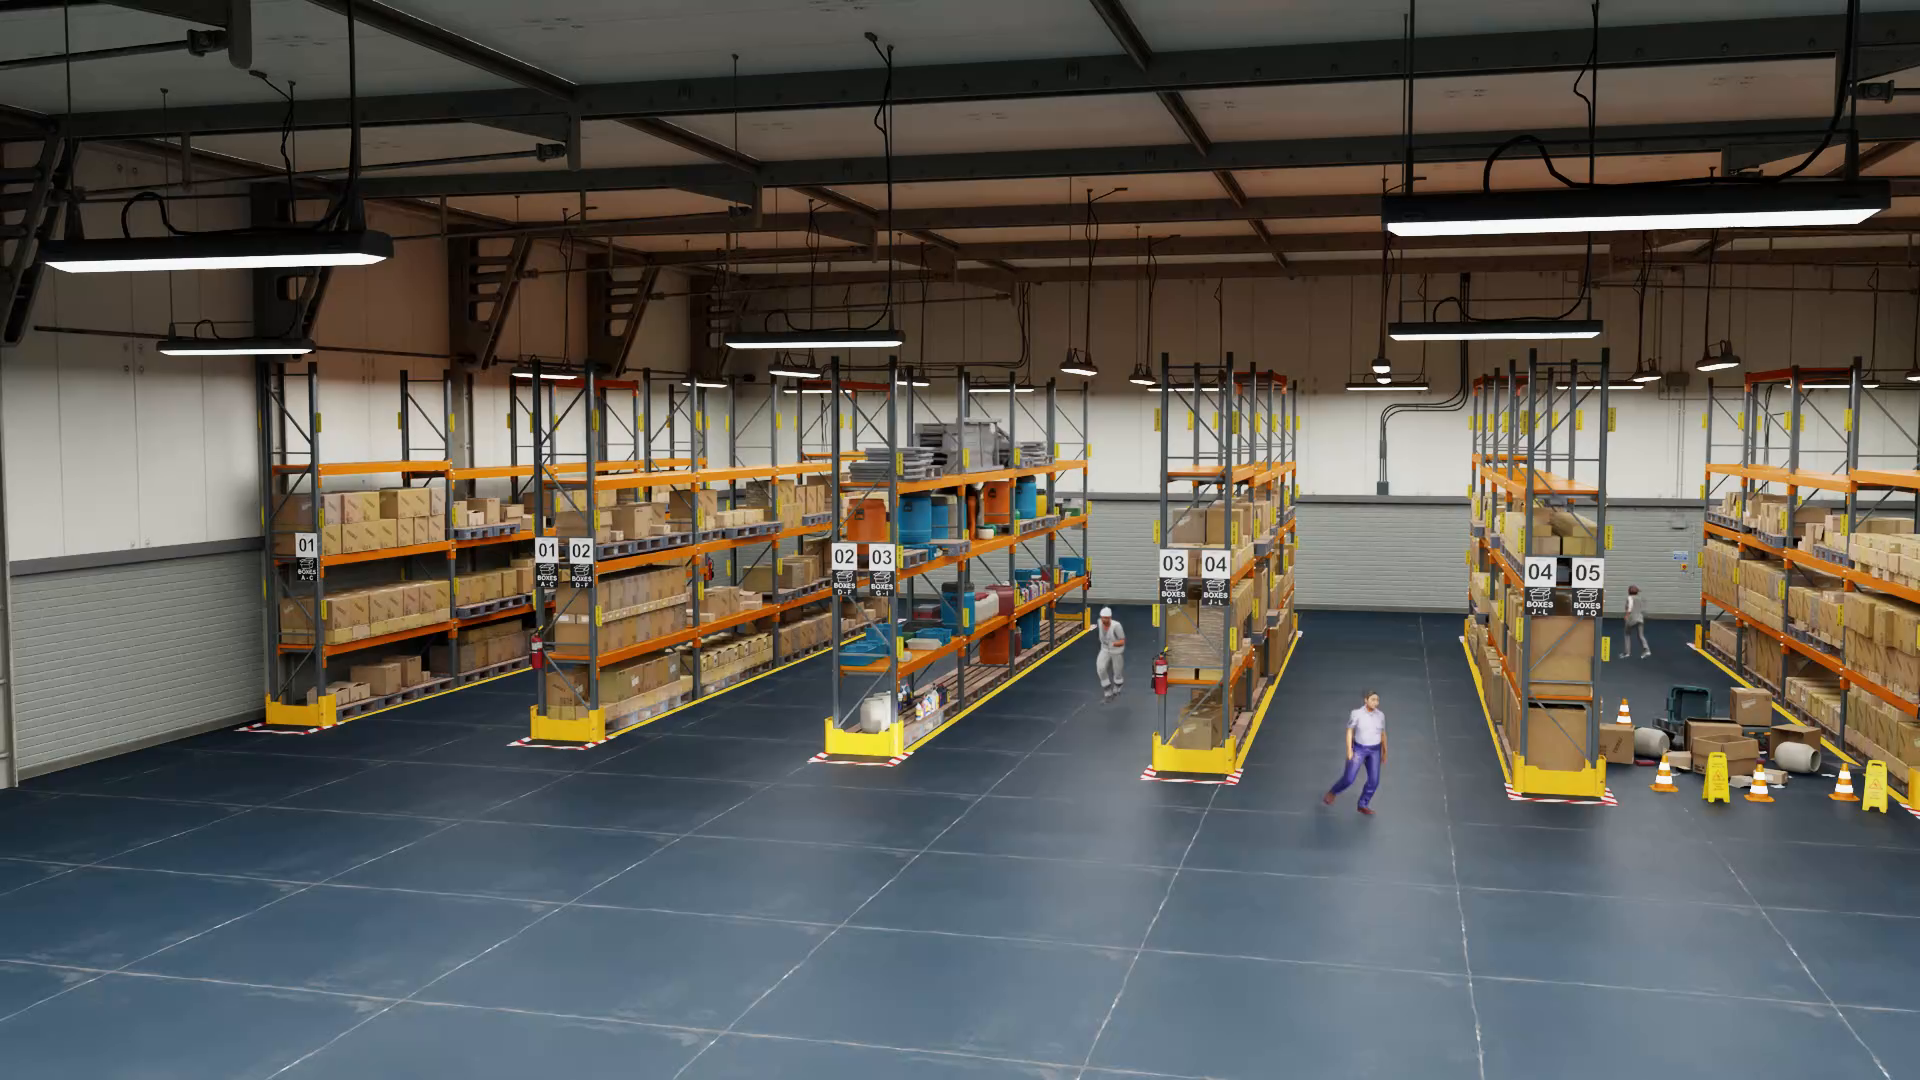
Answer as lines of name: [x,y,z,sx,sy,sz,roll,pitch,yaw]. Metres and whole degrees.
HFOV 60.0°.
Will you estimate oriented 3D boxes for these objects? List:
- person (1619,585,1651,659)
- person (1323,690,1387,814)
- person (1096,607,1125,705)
person: [14.216,1.748,34.962,0.546,1.556,0.925,-1,4,-12]
person: [5.087,2.699,21.347,0.758,1.582,0.540,0,4,-7]
person: [2.560,1.941,28.187,0.670,1.671,1.101,2,5,27]
